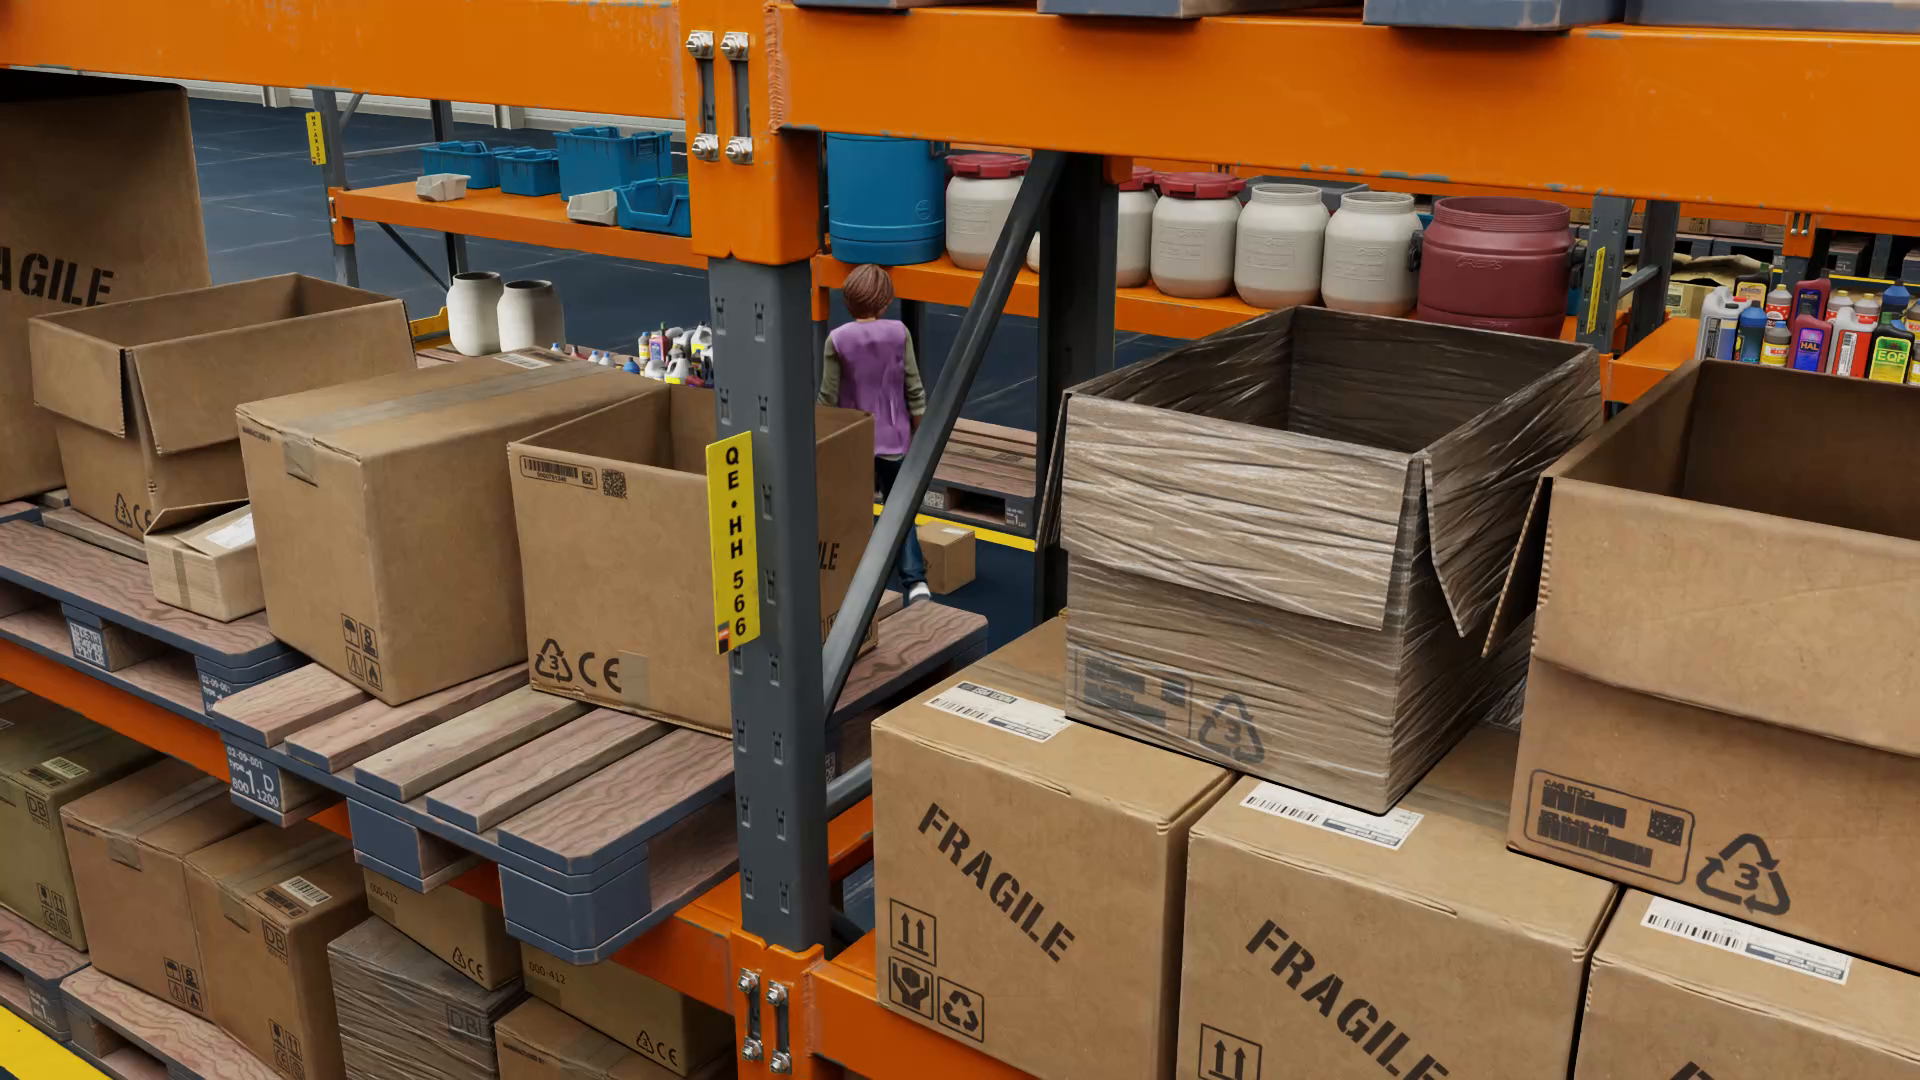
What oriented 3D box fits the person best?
[{"bbox_3d":[-0.370,-0.360,7.012,0.460,1.596,0.475,-8,22,-22],"label":"person"}]
